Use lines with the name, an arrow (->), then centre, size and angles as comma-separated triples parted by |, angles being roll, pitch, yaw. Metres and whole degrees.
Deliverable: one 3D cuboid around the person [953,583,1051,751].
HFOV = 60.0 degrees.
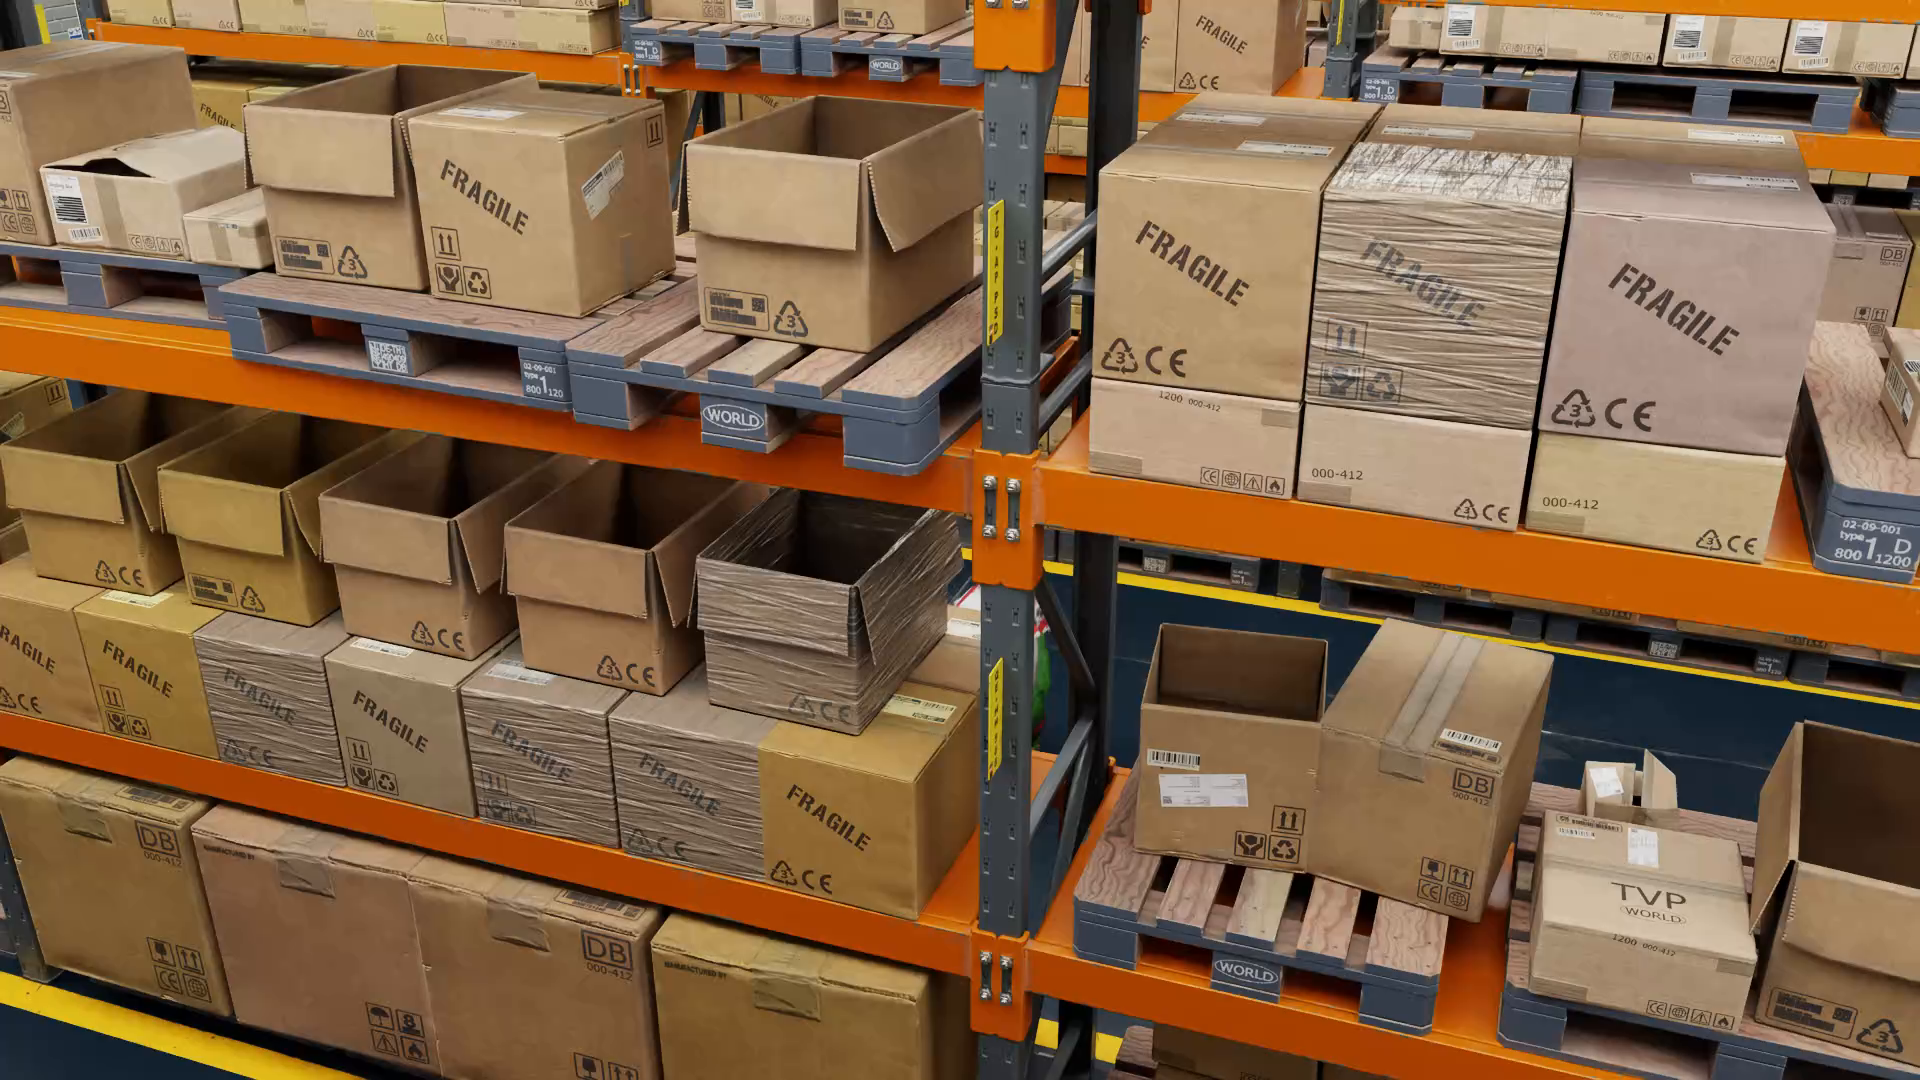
person -> 0.145, 0.665, 7.715 | 0.535, 0.985, 0.936 | 8, 27, 16
